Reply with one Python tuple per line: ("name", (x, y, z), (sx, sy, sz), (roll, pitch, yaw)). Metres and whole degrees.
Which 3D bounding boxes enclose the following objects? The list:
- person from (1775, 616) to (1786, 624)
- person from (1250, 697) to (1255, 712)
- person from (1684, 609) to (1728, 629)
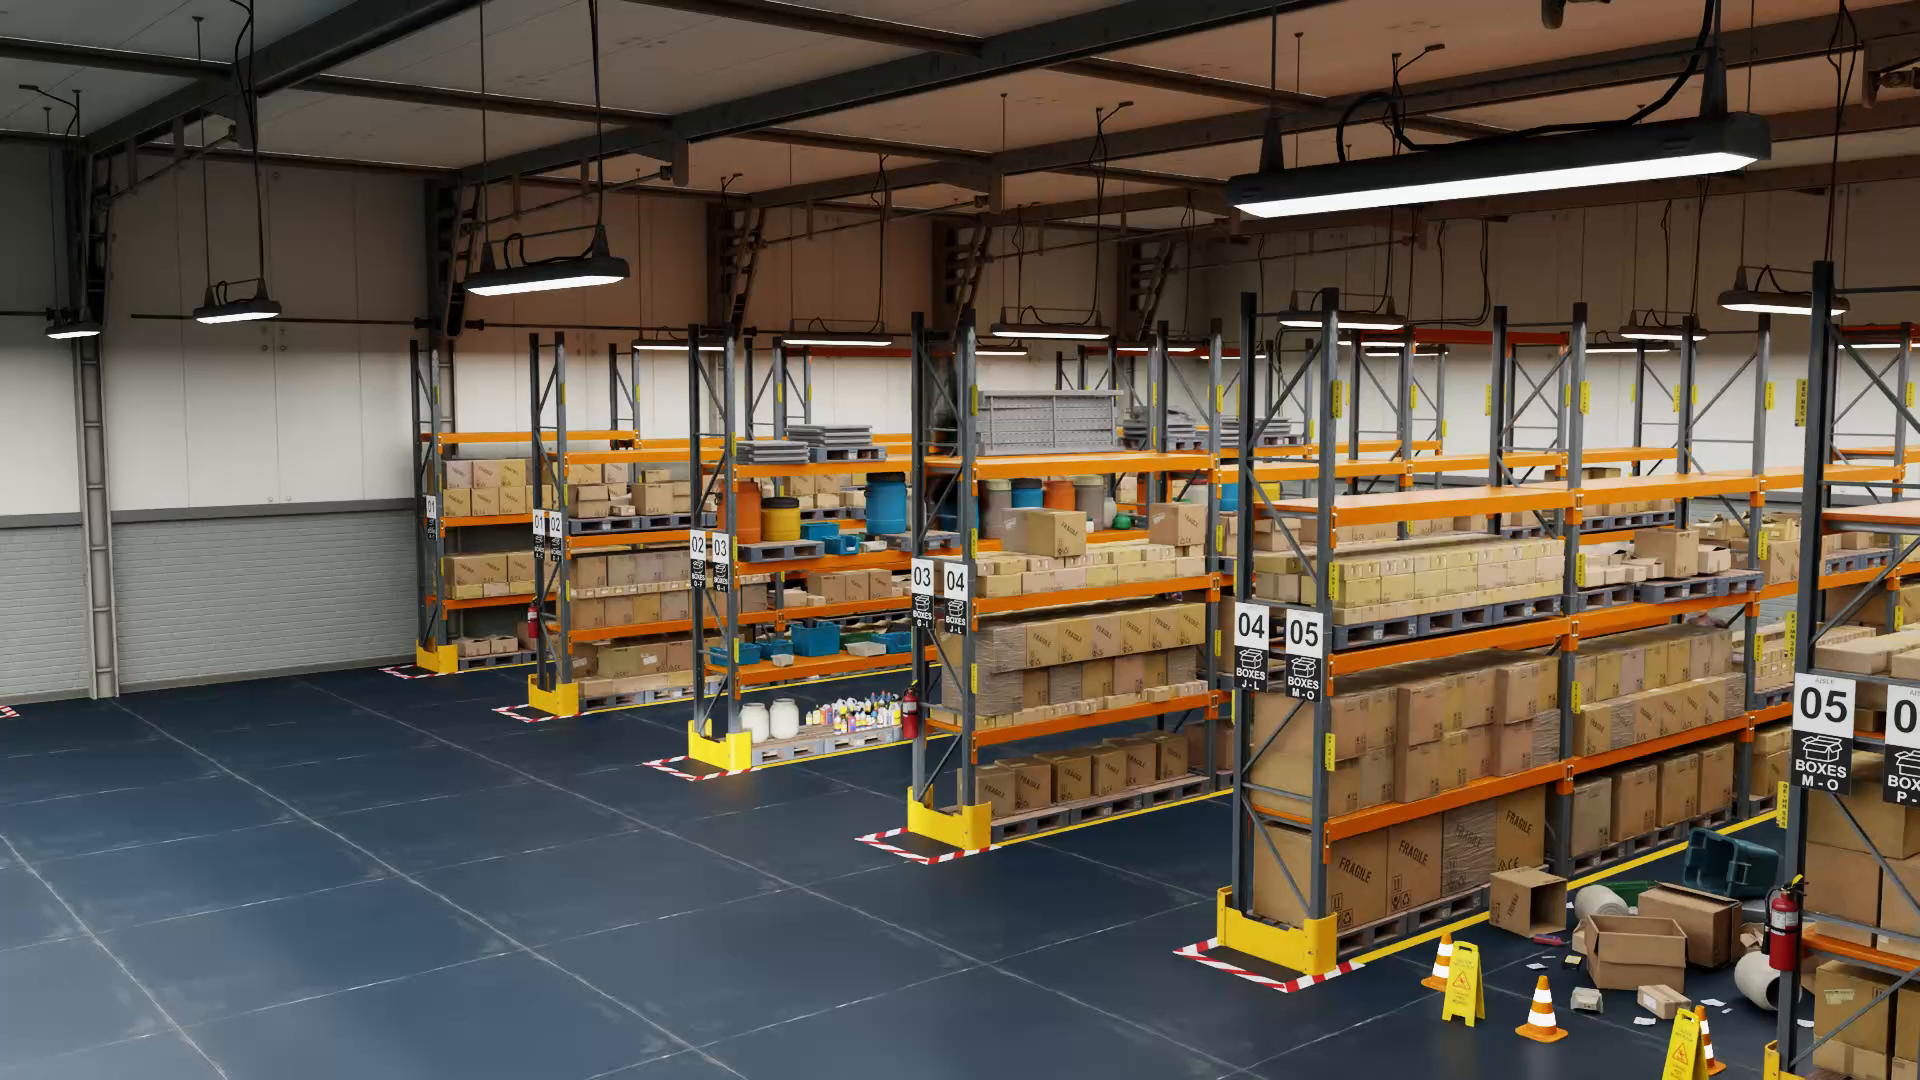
("person", (12.585, 1.979, 25.491), (0.723, 1.654, 0.625), (-5, 7, -44))
("person", (4.292, 1.877, 24.699), (0.615, 1.731, 0.686), (-4, 7, -39))
("person", (11.777, 1.856, 26.403), (0.735, 1.744, 0.604), (4, 7, 40))
